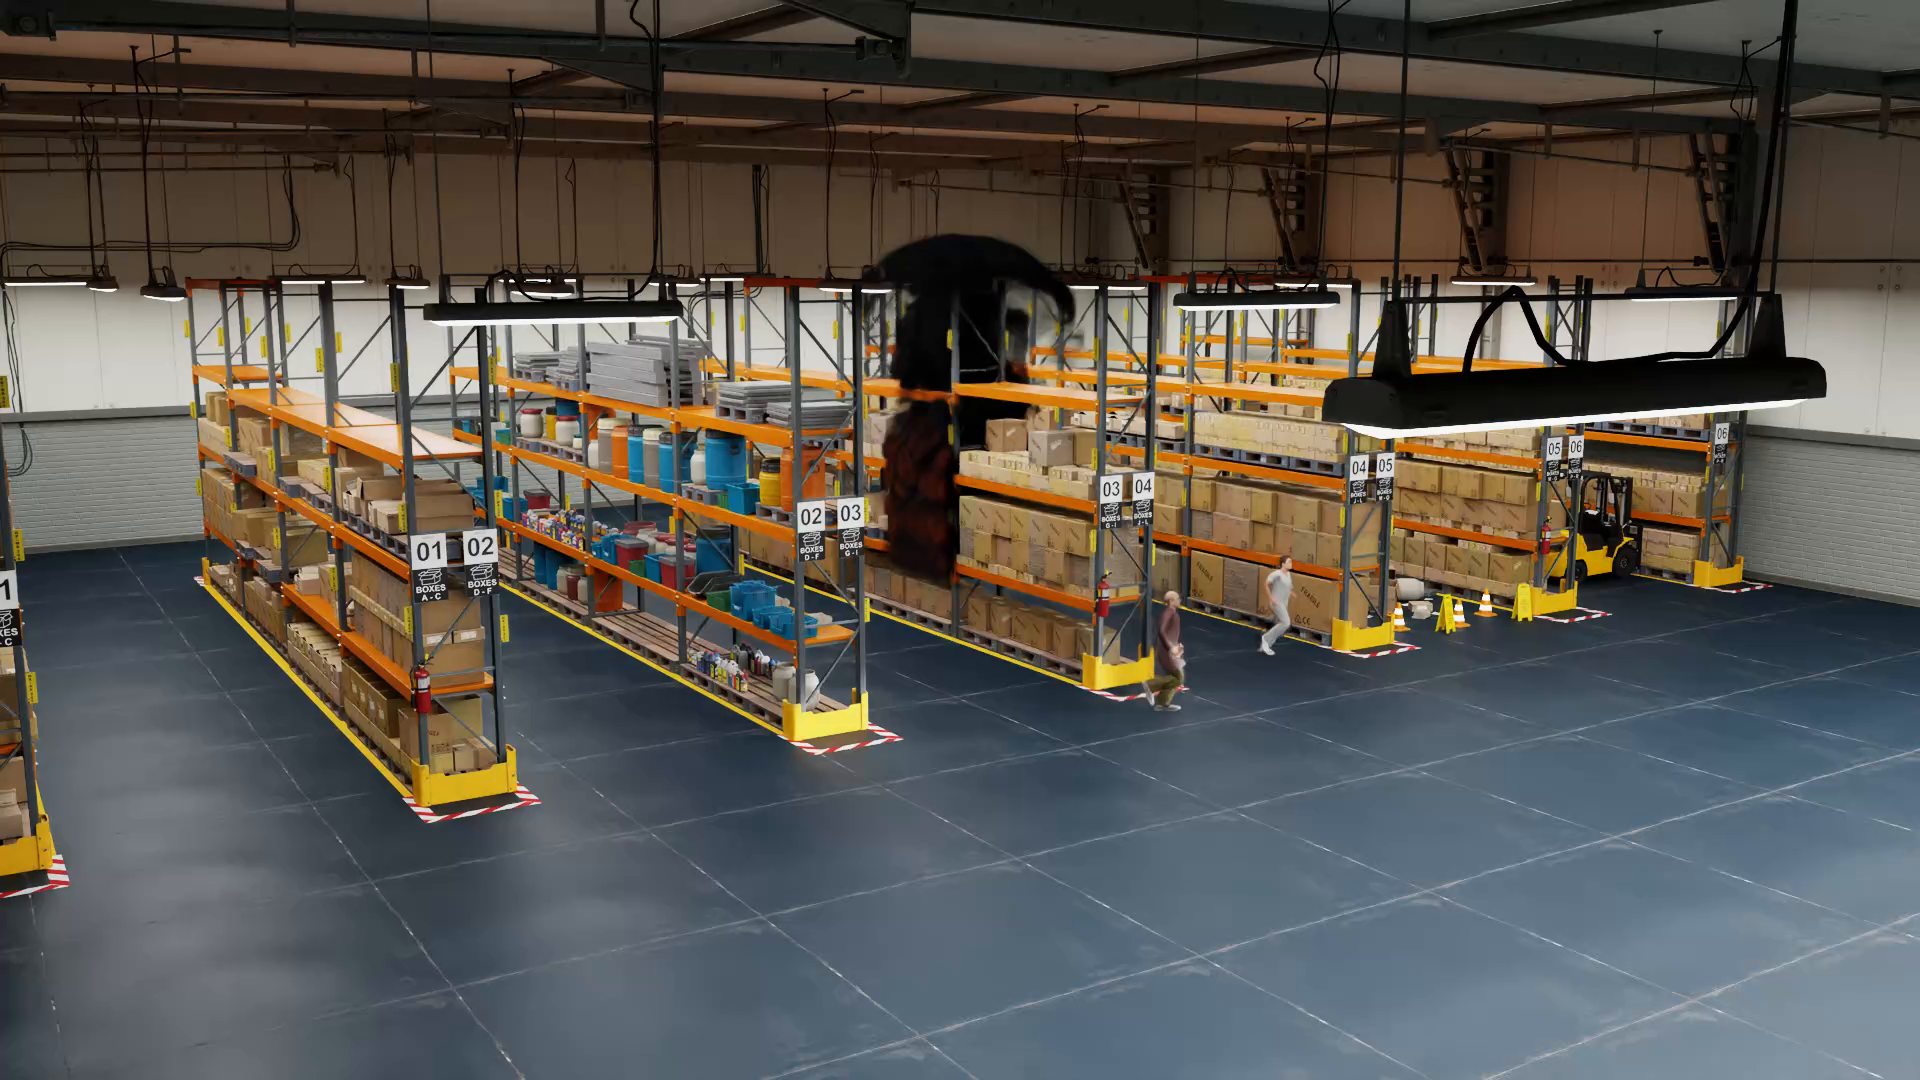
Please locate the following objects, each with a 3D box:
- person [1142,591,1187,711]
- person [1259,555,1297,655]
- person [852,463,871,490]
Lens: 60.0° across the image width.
[{"bbox_3d":[2.886,1.569,23.543,0.627,1.716,0.714,0,10,2],"label":"person"},{"bbox_3d":[5.200,1.043,26.983,0.562,1.613,0.602,8,12,39],"label":"person"},{"bbox_3d":[-2.352,-0.983,38.553,0.730,1.730,0.807,-4,10,-24],"label":"person"}]
